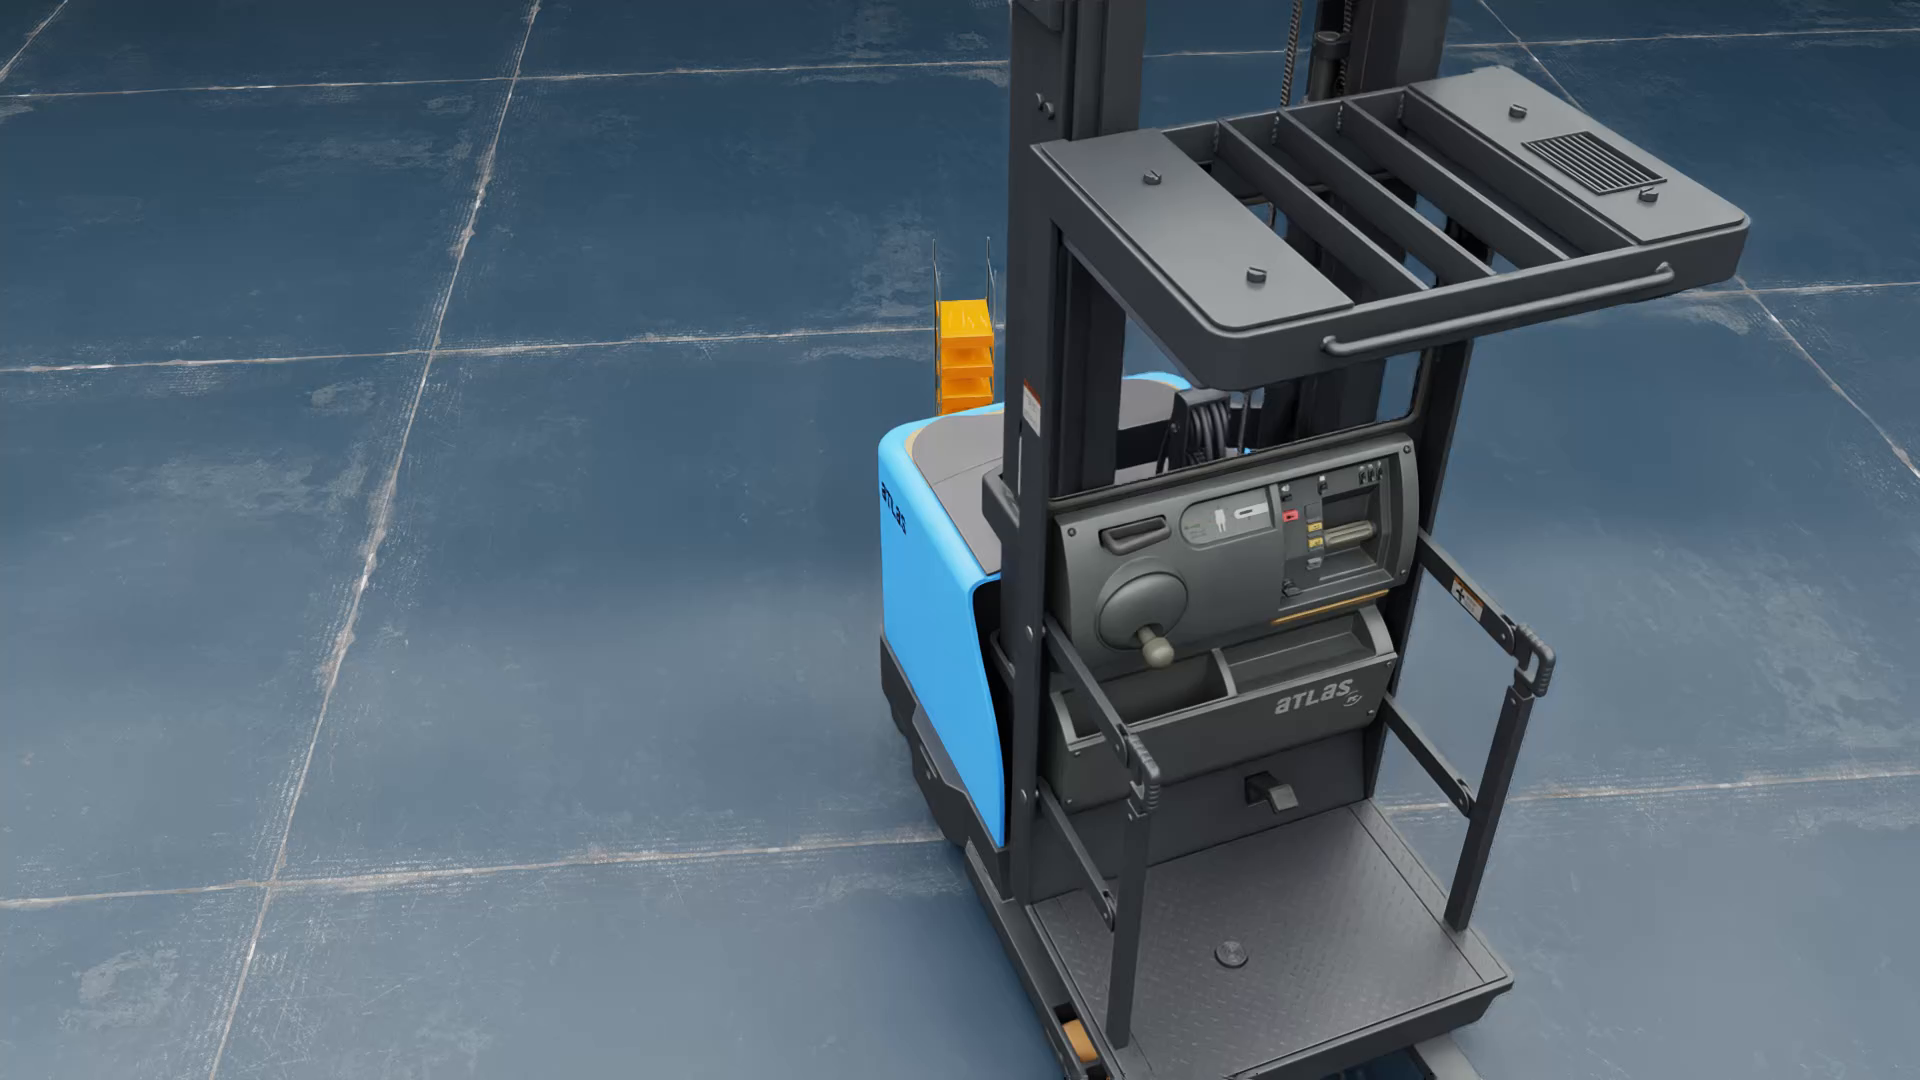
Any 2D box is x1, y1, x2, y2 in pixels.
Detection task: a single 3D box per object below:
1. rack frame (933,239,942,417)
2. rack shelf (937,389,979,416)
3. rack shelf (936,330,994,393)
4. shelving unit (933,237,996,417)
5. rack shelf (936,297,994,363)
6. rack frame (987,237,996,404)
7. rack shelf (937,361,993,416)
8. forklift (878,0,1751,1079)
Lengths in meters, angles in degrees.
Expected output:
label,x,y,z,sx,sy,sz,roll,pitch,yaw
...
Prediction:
label,x,y,z,sx,sy,sz,roll,pitch,yaw
rack frame,-0.077,-0.467,5.873,0.006,1.200,0.240,-3,38,-4
rack shelf,0.014,-0.437,5.907,0.180,0.103,0.258,-3,38,-4
rack shelf,0.014,-0.625,5.758,0.180,0.103,0.258,-3,38,-4
shelving unit,0.014,-0.472,5.879,0.189,1.200,0.258,-3,38,-4
rack shelf,0.014,-0.720,5.684,0.180,0.103,0.258,-3,38,-4
rack frame,0.106,-0.477,5.886,0.006,1.200,0.240,-3,38,-4
rack shelf,0.014,-0.531,5.833,0.180,0.103,0.258,-3,38,-4
forklift,0.749,0.101,3.755,1.130,2.935,3.031,-14,40,-17
